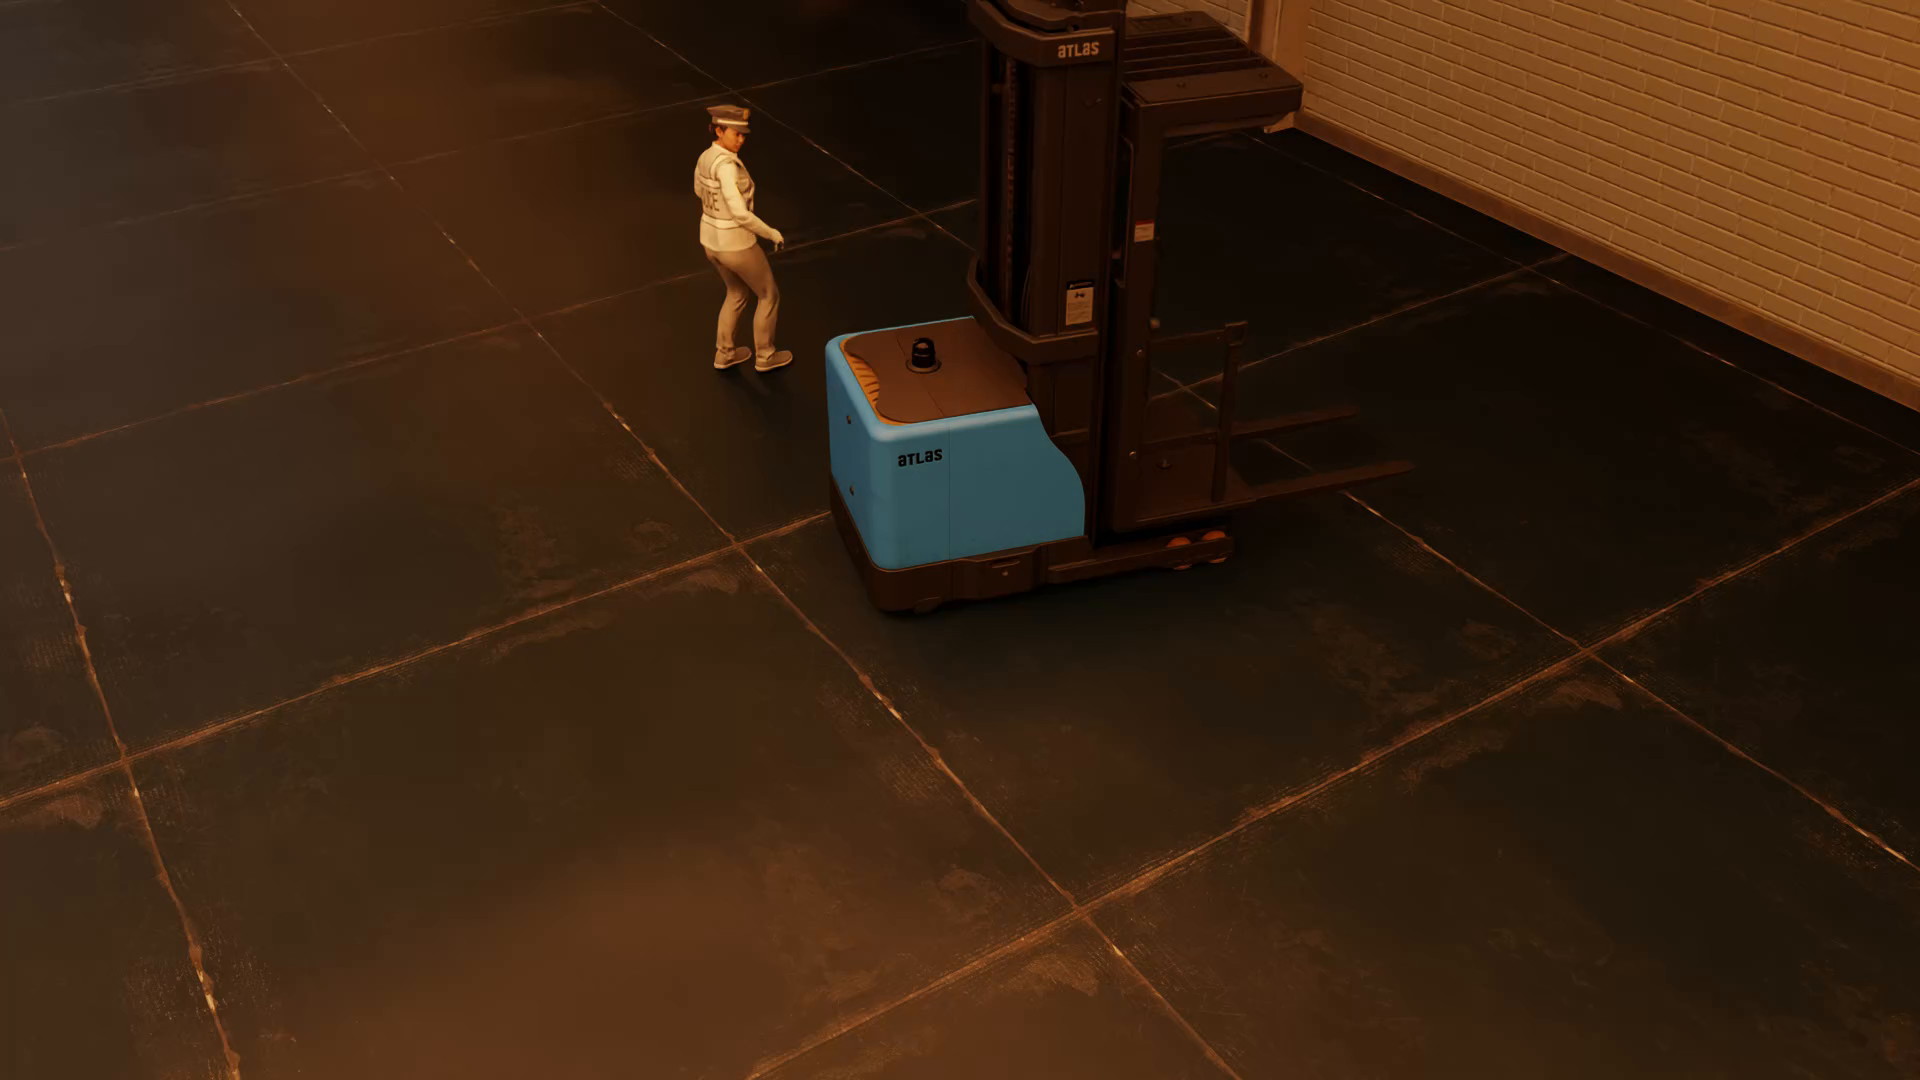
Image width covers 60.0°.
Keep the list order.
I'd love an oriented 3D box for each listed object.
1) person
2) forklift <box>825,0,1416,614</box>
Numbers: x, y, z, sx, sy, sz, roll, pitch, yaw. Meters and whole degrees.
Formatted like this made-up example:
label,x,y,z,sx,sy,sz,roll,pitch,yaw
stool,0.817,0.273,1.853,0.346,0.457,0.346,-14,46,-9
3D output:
label,x,y,z,sx,sy,sz,roll,pitch,yaw
person,-1.305,-1.766,9.801,0.476,1.639,0.697,-24,42,-30
forklift,0.890,-1.327,8.036,3.031,2.935,1.130,-10,36,-14
